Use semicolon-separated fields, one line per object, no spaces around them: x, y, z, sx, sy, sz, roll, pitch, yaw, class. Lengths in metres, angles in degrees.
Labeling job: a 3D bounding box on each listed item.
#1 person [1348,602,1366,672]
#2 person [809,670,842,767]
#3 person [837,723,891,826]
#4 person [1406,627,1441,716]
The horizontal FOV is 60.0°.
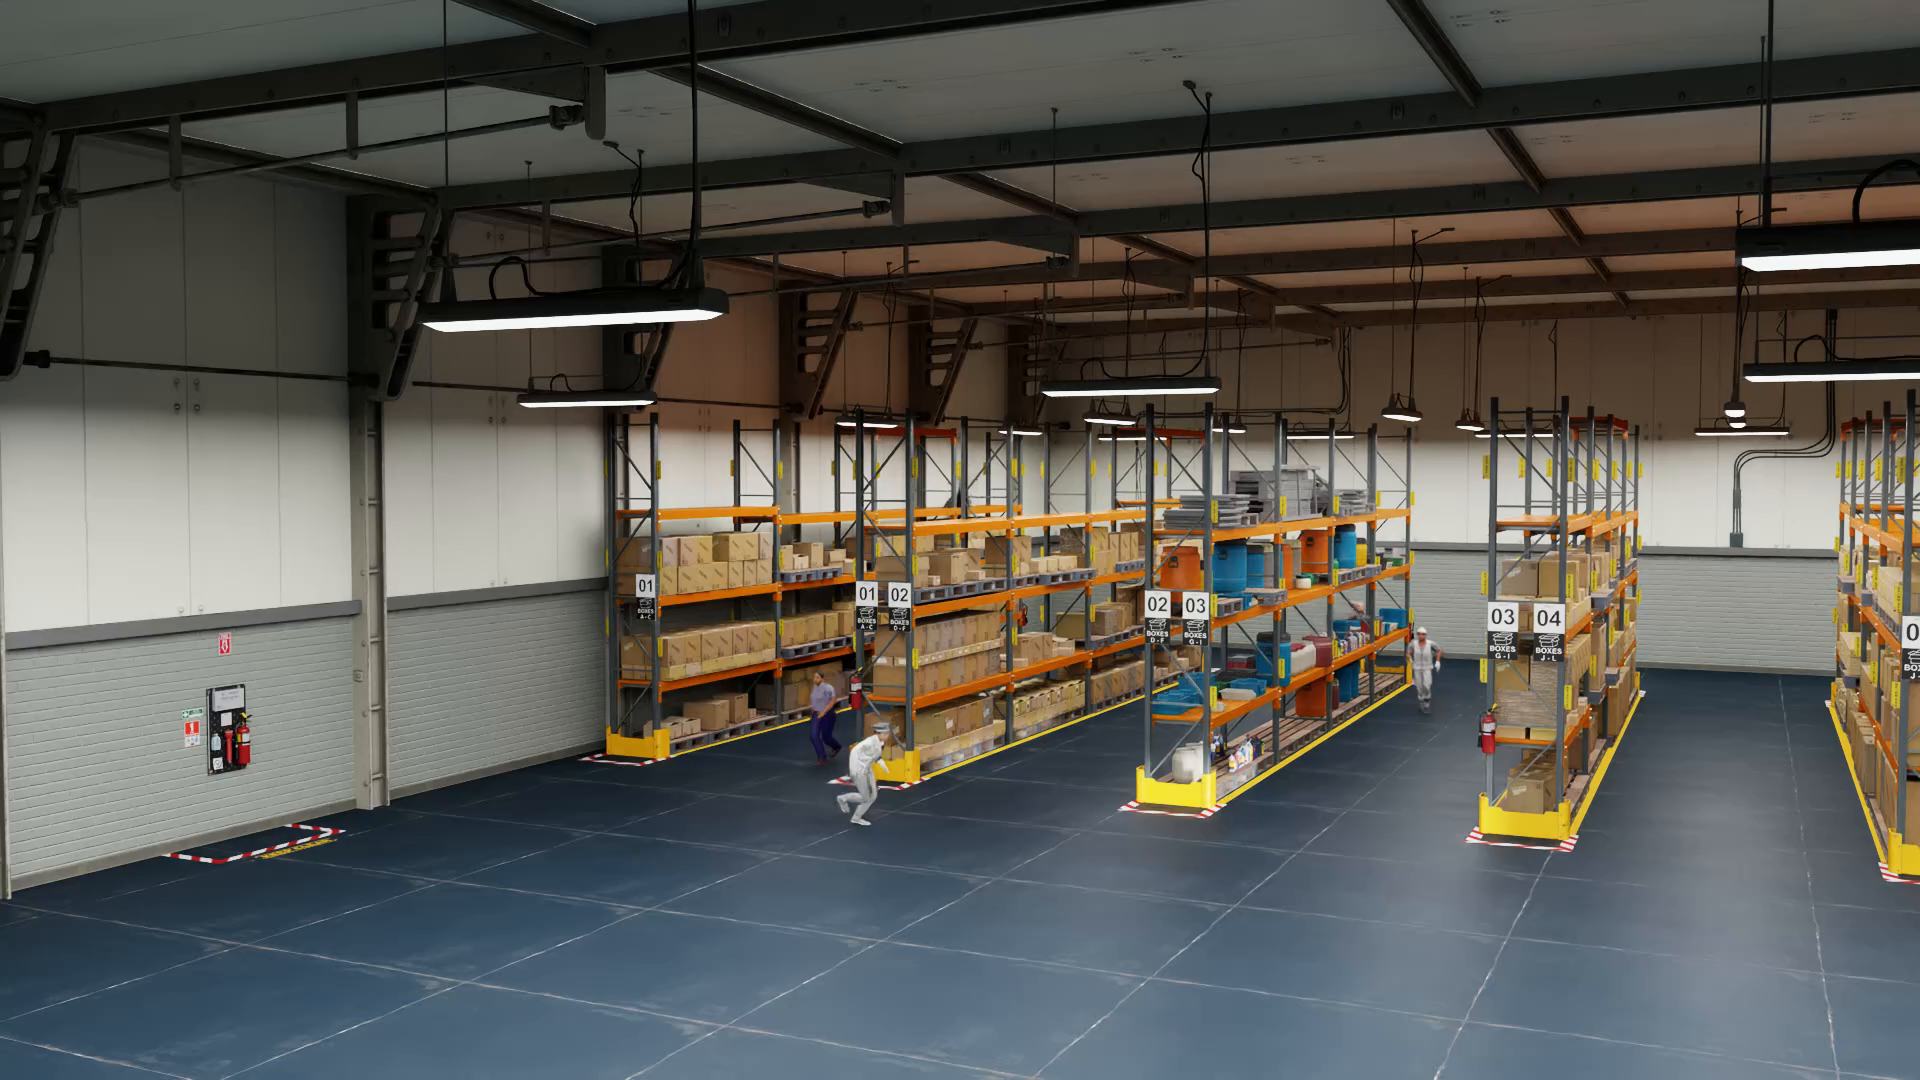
9.834;2.405;41.467;0.652;1.746;0.740;2;3;41;person
-2.265;3.018;28.344;0.584;1.631;0.716;2;3;35;person
-1.368;3.292;23.397;0.858;1.483;0.633;1;3;27;person
9.468;2.689;34.014;0.680;1.816;0.761;1;3;23;person
